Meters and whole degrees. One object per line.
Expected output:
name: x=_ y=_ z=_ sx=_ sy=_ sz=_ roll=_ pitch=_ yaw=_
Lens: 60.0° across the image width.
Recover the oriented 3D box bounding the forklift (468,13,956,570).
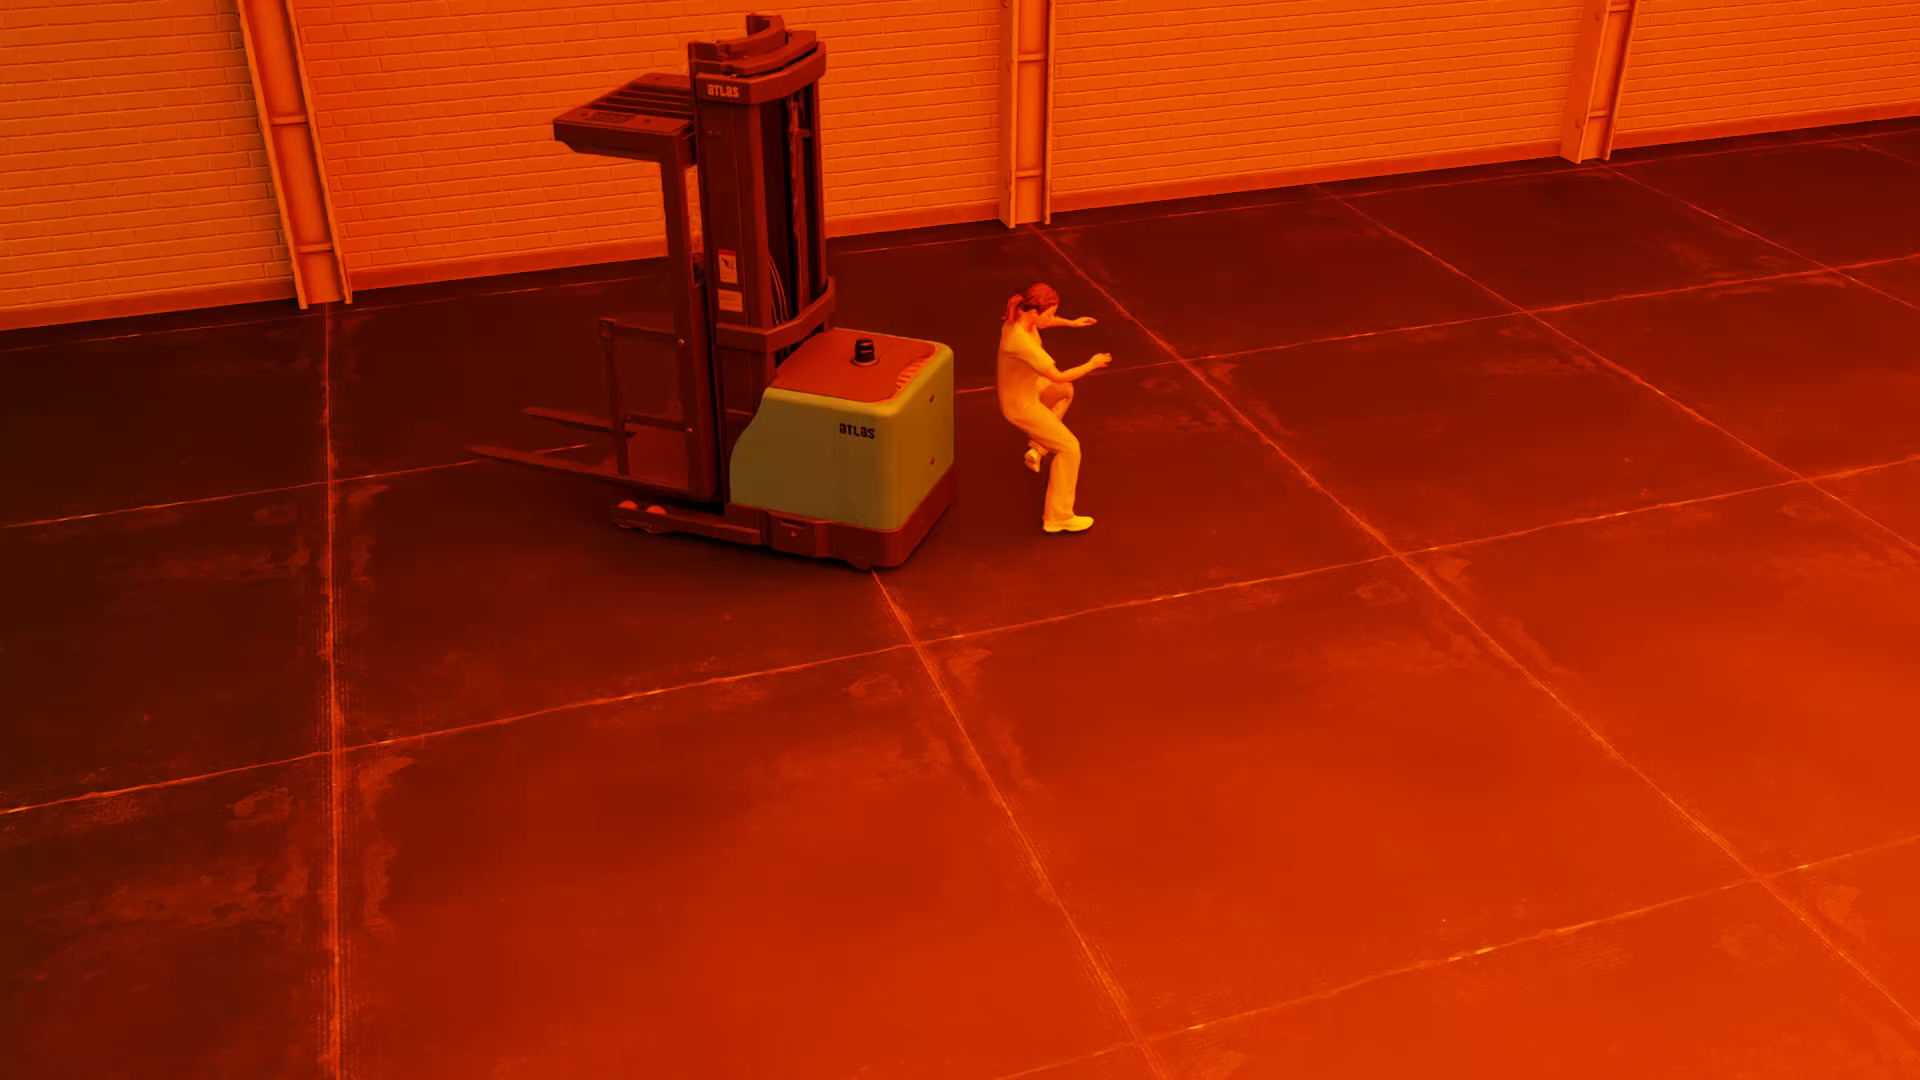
forklift: x=-1.596 y=-1.542 z=9.766 sx=3.031 sy=2.935 sz=1.130 roll=11 pitch=32 yaw=18

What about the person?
person: x=0.570 y=-0.885 z=10.141 sx=0.685 sy=1.450 sz=0.955 roll=1 pitch=30 yaw=2
